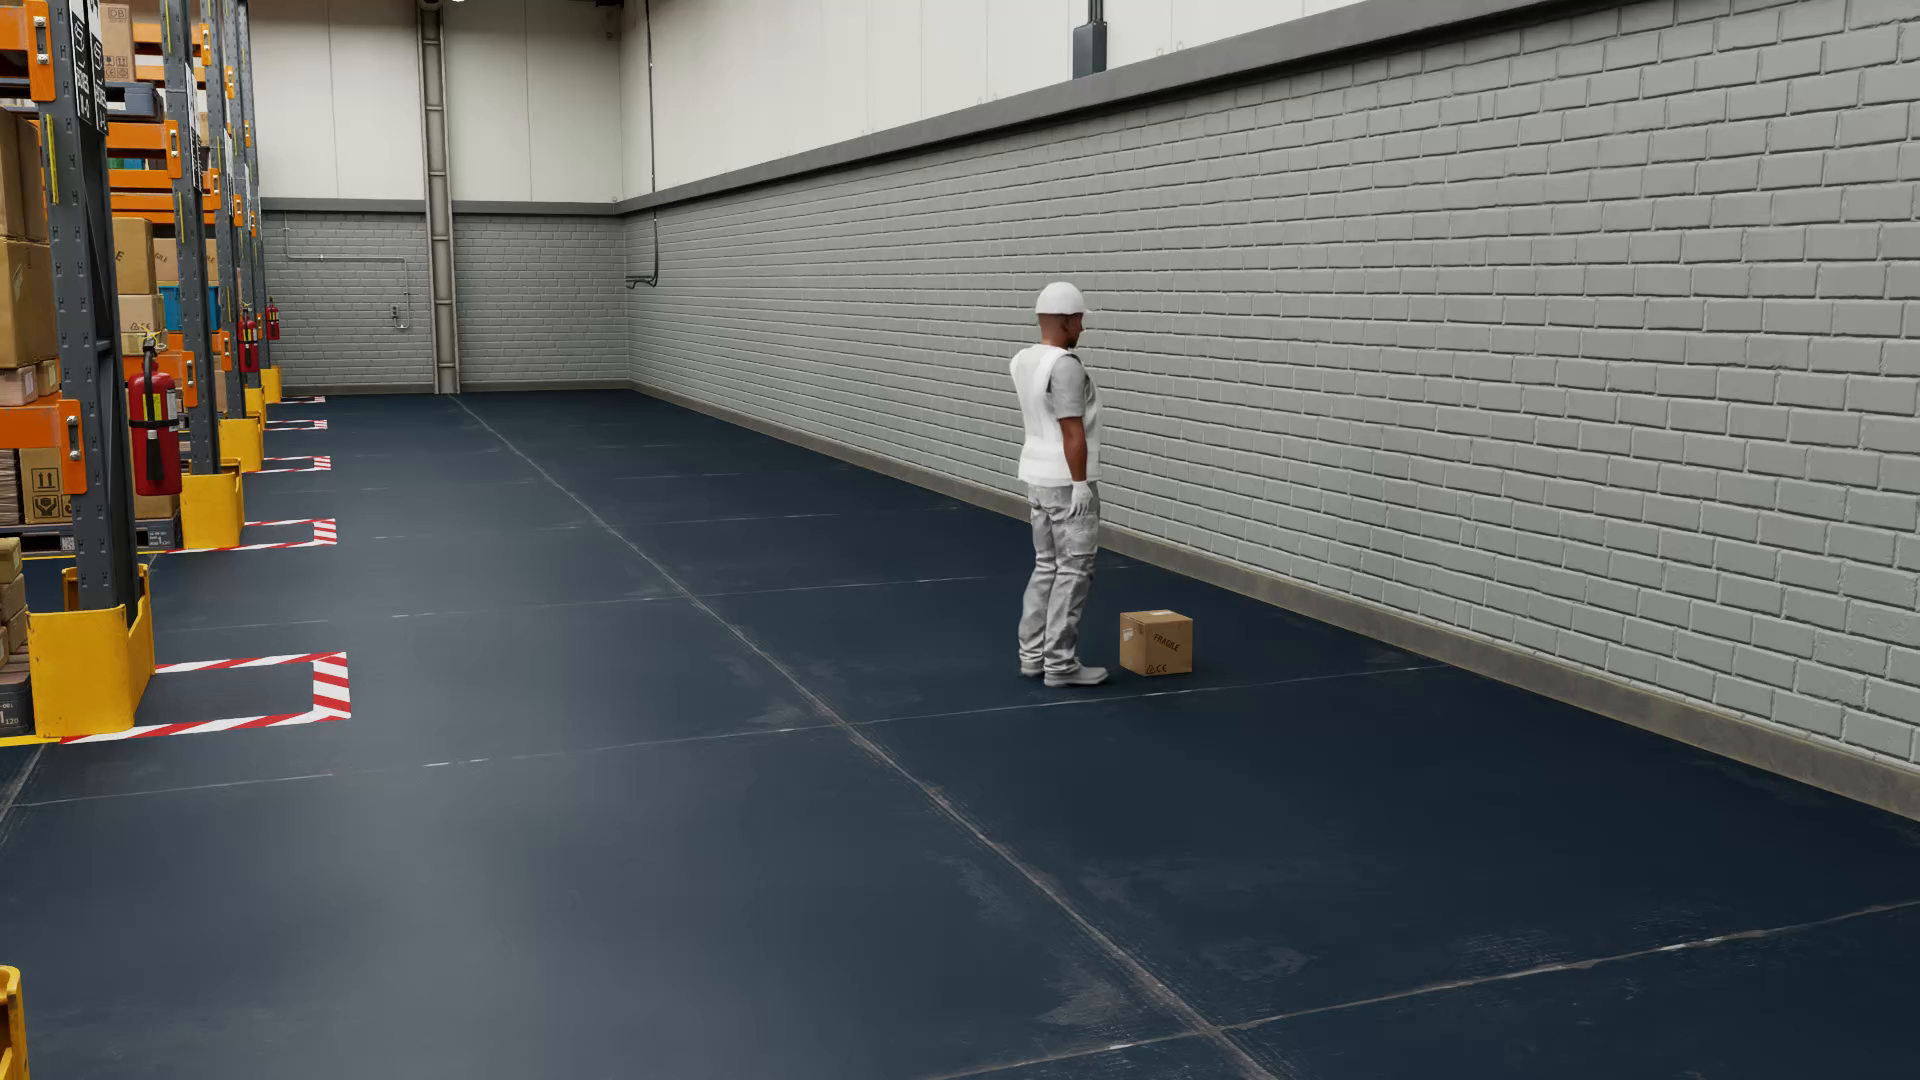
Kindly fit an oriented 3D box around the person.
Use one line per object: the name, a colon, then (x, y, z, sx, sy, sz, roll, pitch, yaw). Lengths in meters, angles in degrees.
person: (0.446, -0.253, 7.444, 0.362, 1.777, 0.548, -3, 9, -20)
